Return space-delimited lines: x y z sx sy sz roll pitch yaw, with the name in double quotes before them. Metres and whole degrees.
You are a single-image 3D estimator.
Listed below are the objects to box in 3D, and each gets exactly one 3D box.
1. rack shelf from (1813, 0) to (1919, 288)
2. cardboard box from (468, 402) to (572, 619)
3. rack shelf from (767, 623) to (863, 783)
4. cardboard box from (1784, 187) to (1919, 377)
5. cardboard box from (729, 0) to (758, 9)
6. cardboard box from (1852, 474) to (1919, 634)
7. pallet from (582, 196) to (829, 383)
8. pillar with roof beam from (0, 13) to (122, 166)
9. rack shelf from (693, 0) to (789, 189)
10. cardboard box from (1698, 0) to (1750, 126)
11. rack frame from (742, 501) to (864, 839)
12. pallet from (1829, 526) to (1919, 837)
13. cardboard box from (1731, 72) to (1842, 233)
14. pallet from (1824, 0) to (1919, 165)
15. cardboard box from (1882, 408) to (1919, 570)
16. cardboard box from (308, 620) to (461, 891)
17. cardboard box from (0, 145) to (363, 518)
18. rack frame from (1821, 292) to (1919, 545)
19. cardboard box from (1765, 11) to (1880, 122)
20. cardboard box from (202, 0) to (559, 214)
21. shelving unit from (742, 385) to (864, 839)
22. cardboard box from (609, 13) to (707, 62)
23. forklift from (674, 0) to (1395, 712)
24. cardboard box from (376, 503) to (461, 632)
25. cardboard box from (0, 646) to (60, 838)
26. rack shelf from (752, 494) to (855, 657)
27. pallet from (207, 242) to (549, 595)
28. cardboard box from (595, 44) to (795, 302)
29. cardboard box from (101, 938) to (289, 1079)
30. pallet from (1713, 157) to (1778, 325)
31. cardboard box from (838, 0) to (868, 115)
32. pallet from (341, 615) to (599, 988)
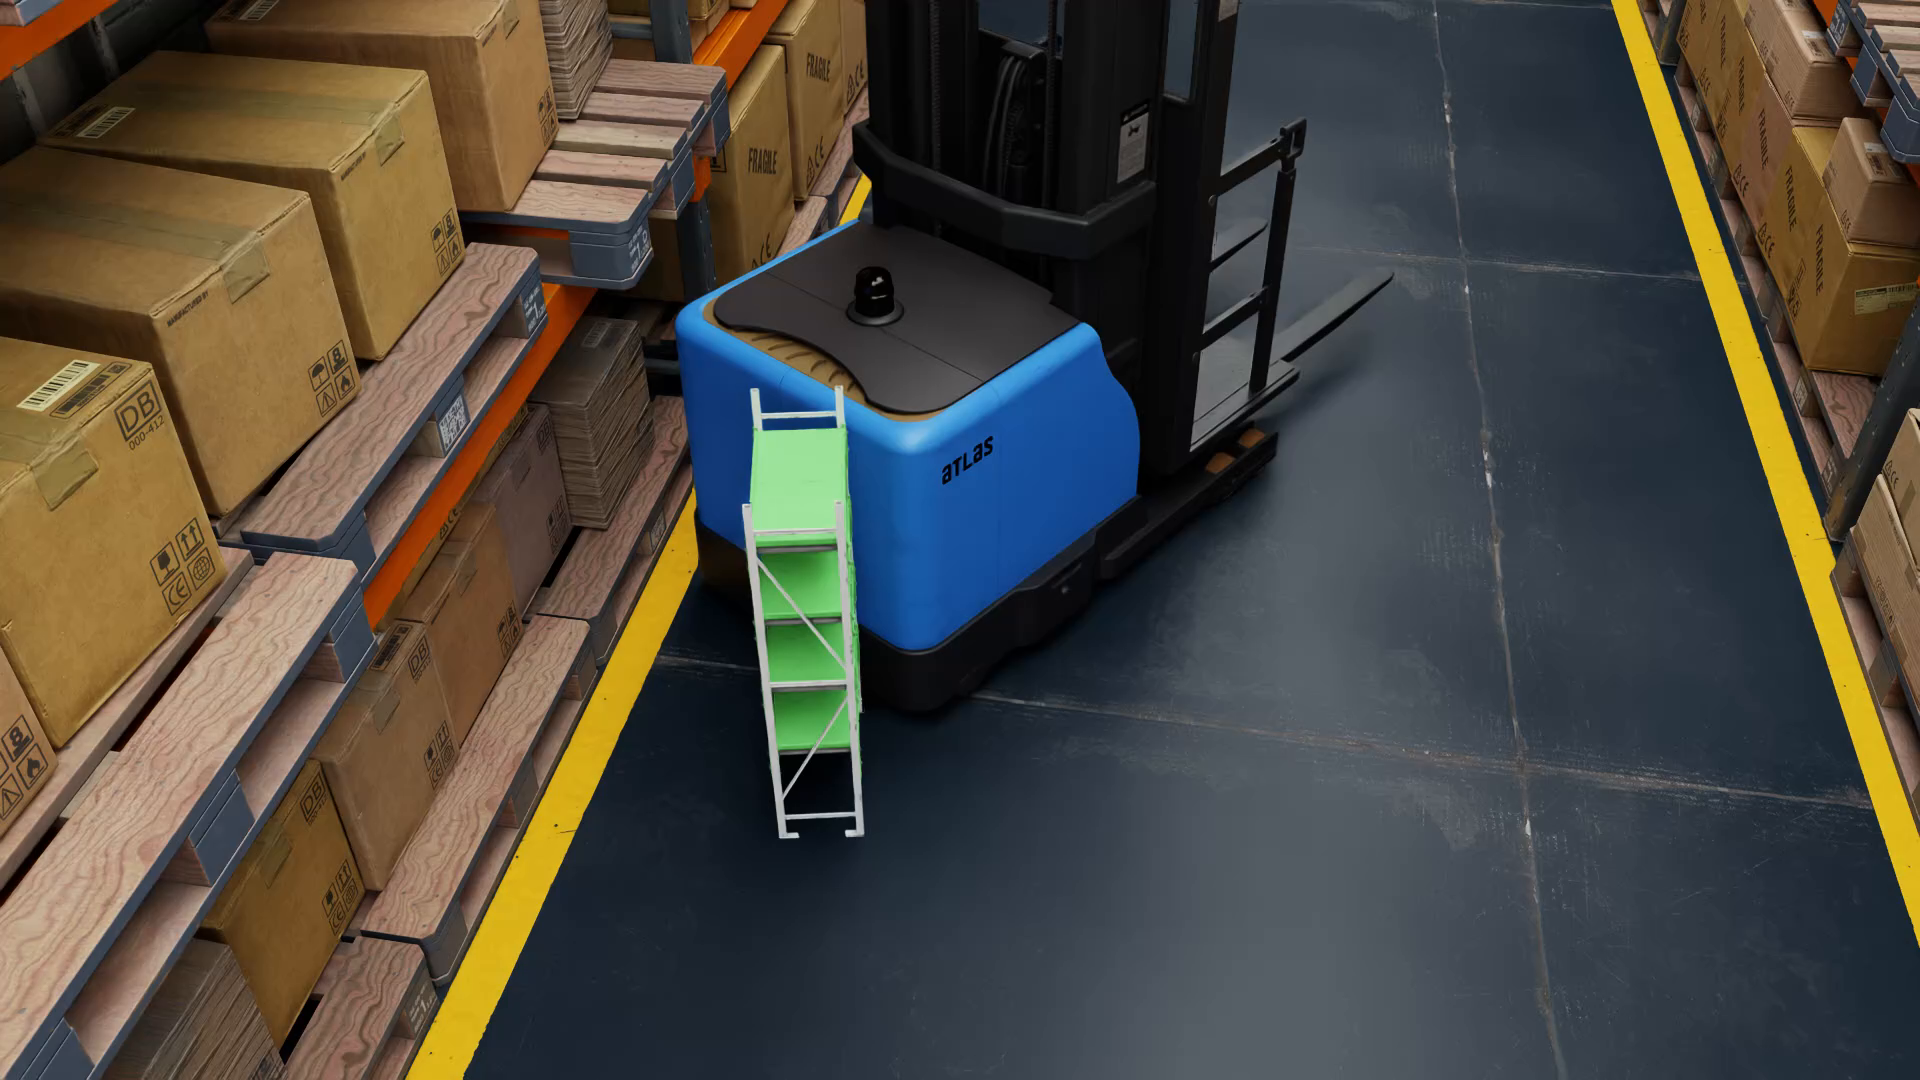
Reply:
"rack shelf" 3.848 -2.106 6.507 1.077 0.370 4.000 6 40 8
"cardboard box" -1.655 -0.110 5.145 0.700 0.500 0.500 6 40 8
"rack shelf" -0.409 0.456 4.732 0.258 0.148 0.480 -2 40 -2
"cardboard box" 3.432 -0.947 6.158 0.500 0.500 0.500 8 40 9
"cardboard box" -0.911 -2.078 6.091 0.380 0.149 0.250 8 40 9
"cardboard box" 3.122 0.066 5.144 0.500 0.250 0.500 6 40 8
"pallet" -1.167 -1.084 6.895 1.003 0.211 1.213 6 40 8
"pillar with roof beam" 1.785 -2.789 2.061 9.100 9.000 0.400 6 40 8
"rack shelf" -1.032 -2.650 7.165 1.077 0.370 4.000 6 40 8
"cardboard box" 3.789 -2.232 7.712 0.500 0.500 0.500 7 40 8
"rack frame" -0.396 0.378 4.351 0.240 1.200 0.015 -2 40 -2
"pallet" 3.321 0.459 5.029 1.003 0.211 1.213 6 40 8
"cardboard box" 3.607 -1.602 6.950 0.500 0.500 0.500 5 40 6
"pallet" 3.550 -1.487 5.345 1.213 0.211 1.003 6 40 8
"cardboard box" 3.122 -0.150 4.965 0.500 0.311 0.500 8 40 9
"cardboard box" -1.791 0.523 4.380 0.700 0.500 0.500 7 40 8
"cardboard box" -1.761 -0.452 3.519 0.700 0.500 0.500 12 41 14
"rack frame" 3.502 -1.128 4.760 1.000 3.000 0.127 6 40 8
"cardboard box" 3.611 -1.914 6.739 0.500 0.250 0.500 6 40 7
"cardboard box" -1.519 -1.230 4.460 0.700 0.500 0.500 3 40 3
"shelving unit" -0.410 0.222 4.538 0.258 1.200 0.503 -2 40 -2
"cardboard box" -1.093 -1.764 5.711 0.380 0.149 0.250 6 40 7
"forklift" 0.499 -1.469 5.226 1.130 2.935 3.031 30 48 31
"cardboard box" -1.696 -0.035 4.466 0.500 0.250 0.500 6 40 7
"cardboard box" -1.948 0.315 2.591 0.700 0.500 0.500 7 40 8
"rack shelf" -0.411 0.087 4.426 0.258 0.148 0.480 -2 40 -2
"pallet" -1.680 -0.351 3.971 1.003 0.211 1.213 6 40 8
"cardboard box" -1.121 -1.452 6.510 0.750 0.750 0.750 6 40 7
"cardboard box" -1.959 1.169 3.599 0.700 0.500 0.500 8 40 9
"pallet" 3.882 -1.281 7.134 1.003 0.211 1.213 6 40 8
"cardboard box" -0.821 -2.535 7.820 0.750 0.750 0.750 8 40 9
"pallet" -1.728 0.657 4.790 1.003 0.211 1.213 6 40 8
